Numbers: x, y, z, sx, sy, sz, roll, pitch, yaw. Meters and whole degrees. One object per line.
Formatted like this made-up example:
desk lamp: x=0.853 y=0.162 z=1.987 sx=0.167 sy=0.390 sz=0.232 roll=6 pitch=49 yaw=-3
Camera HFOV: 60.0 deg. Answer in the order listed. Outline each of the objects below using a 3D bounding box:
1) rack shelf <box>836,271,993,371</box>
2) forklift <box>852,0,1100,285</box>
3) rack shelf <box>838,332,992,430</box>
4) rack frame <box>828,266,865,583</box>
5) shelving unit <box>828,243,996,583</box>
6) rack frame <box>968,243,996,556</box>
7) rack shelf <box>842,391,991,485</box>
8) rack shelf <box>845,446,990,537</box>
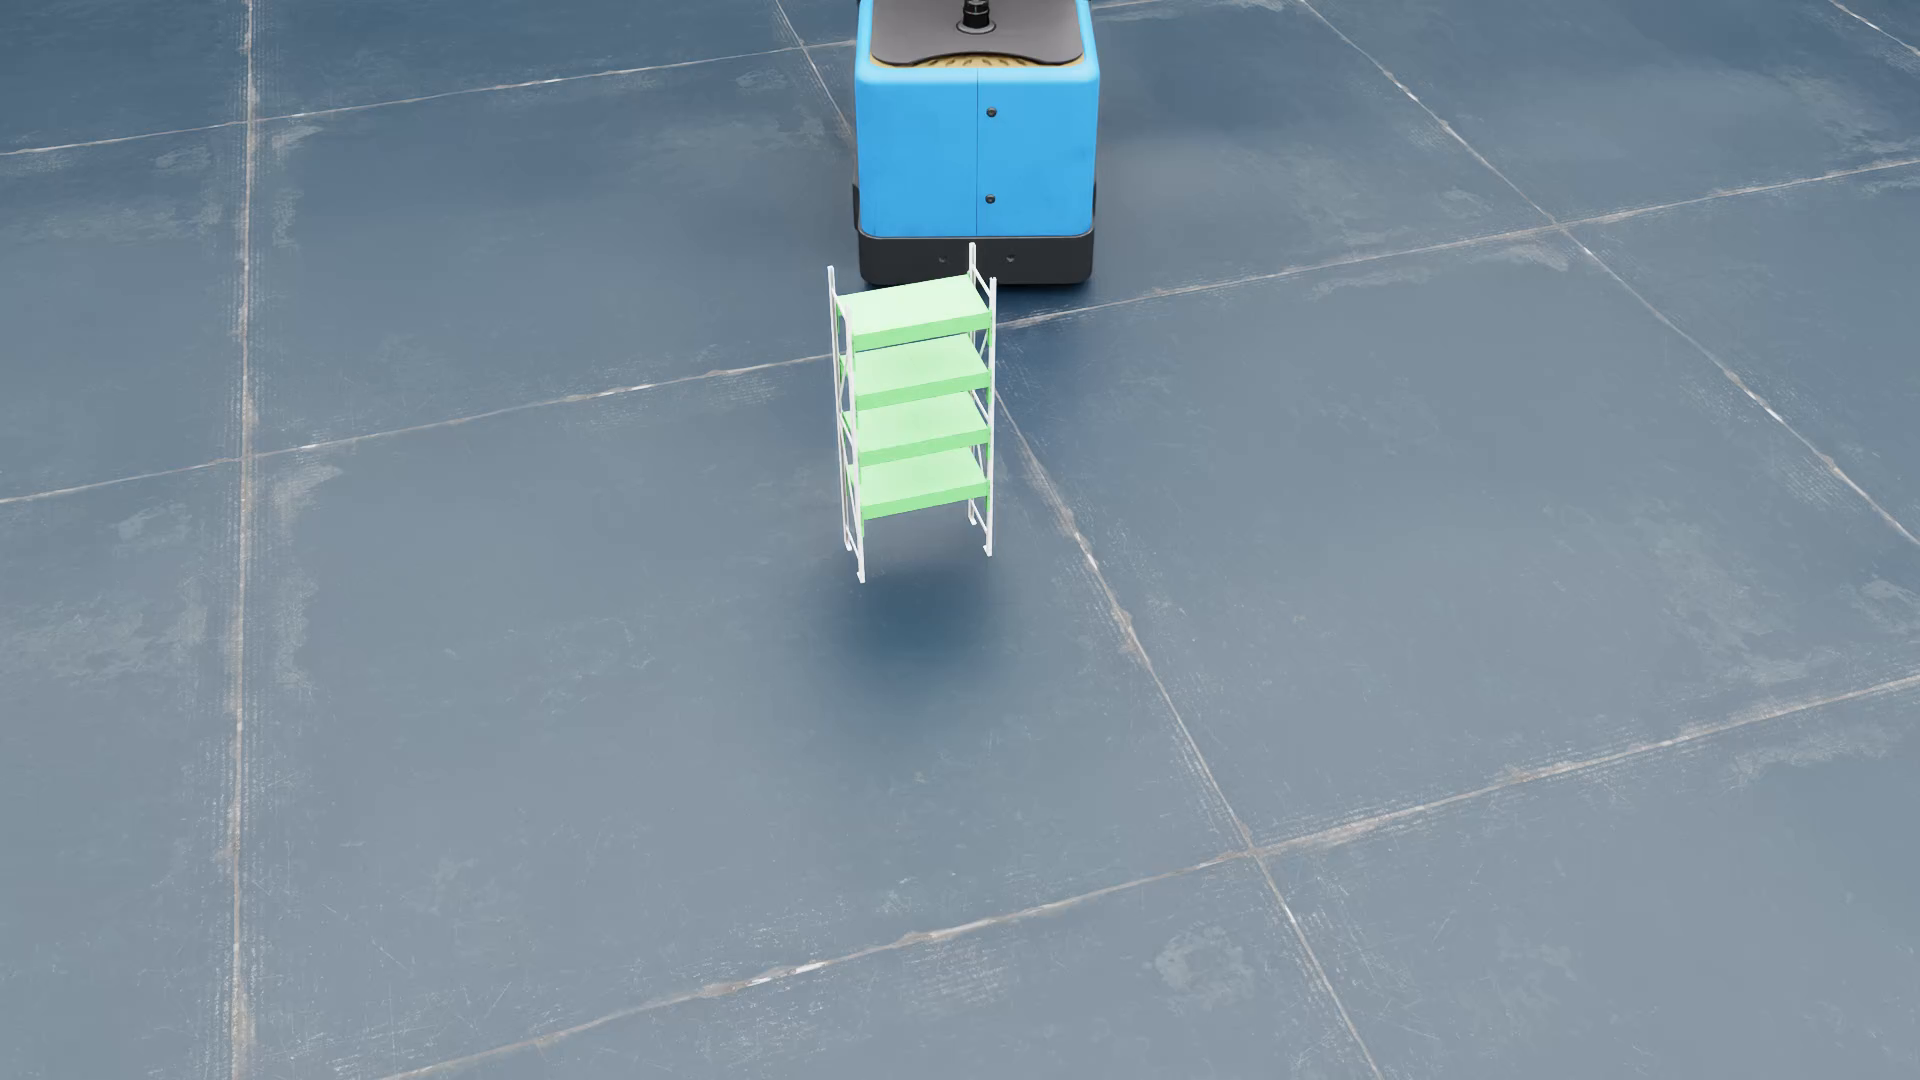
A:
rack shelf: x=-0.158 y=-0.732 z=5.544 sx=0.480 sy=0.148 sz=0.258 roll=-12 pitch=42 yaw=-13
forklift: x=0.053 y=-3.191 z=7.674 sx=1.130 sy=2.935 sz=3.031 roll=-1 pitch=41 yaw=-1
rack shelf: x=-0.158 y=-0.552 z=5.702 sx=0.480 sy=0.148 sz=0.258 roll=-12 pitch=42 yaw=-13
rack frame: x=-0.391 y=-0.371 z=5.763 sx=0.015 sy=1.200 sz=0.240 roll=-12 pitch=42 yaw=-13
shelving unit: x=-0.158 y=-0.419 z=5.818 sx=0.503 sy=1.200 sz=0.258 roll=-12 pitch=42 yaw=-13
rack frame: x=0.075 y=-0.467 z=5.873 sx=0.015 sy=1.200 sz=0.240 roll=-12 pitch=42 yaw=-13
rack shelf: x=-0.158 y=-0.371 z=5.860 sx=0.480 sy=0.148 sz=0.258 roll=-12 pitch=42 yaw=-13
rack shelf: x=-0.158 y=-0.190 z=6.018 sx=0.480 sy=0.148 sz=0.258 roll=-12 pitch=42 yaw=-13
